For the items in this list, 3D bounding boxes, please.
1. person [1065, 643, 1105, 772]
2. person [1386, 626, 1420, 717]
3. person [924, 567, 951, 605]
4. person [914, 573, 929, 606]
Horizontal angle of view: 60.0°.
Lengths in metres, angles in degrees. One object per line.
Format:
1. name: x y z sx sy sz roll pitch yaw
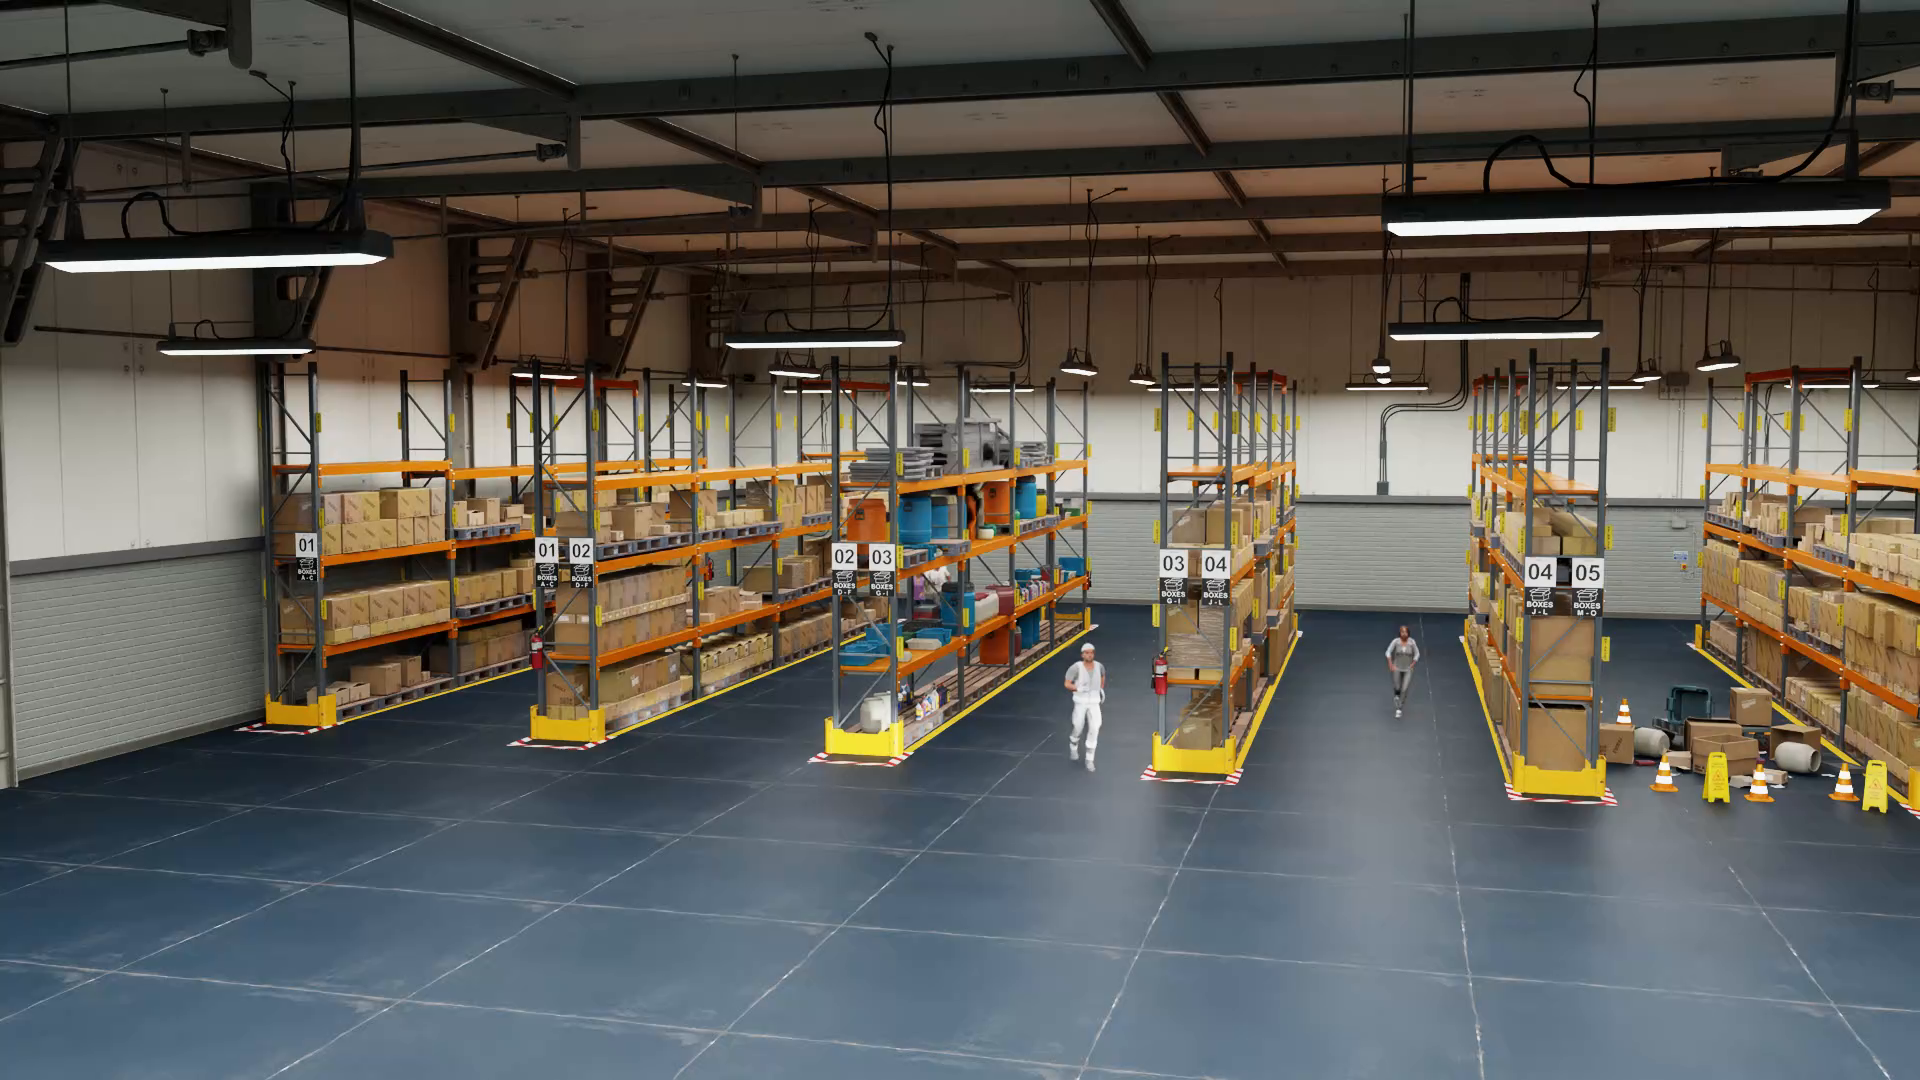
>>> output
1. person: 1.832 2.412 24.257 0.660 1.842 0.850 -1 4 -11
2. person: 7.578 2.234 28.461 0.553 1.558 0.534 1 4 11
3. person: -0.568 1.268 40.962 0.741 1.728 0.848 -1 4 -12
4. person: -1.007 1.440 39.735 0.531 1.544 0.539 0 4 0
